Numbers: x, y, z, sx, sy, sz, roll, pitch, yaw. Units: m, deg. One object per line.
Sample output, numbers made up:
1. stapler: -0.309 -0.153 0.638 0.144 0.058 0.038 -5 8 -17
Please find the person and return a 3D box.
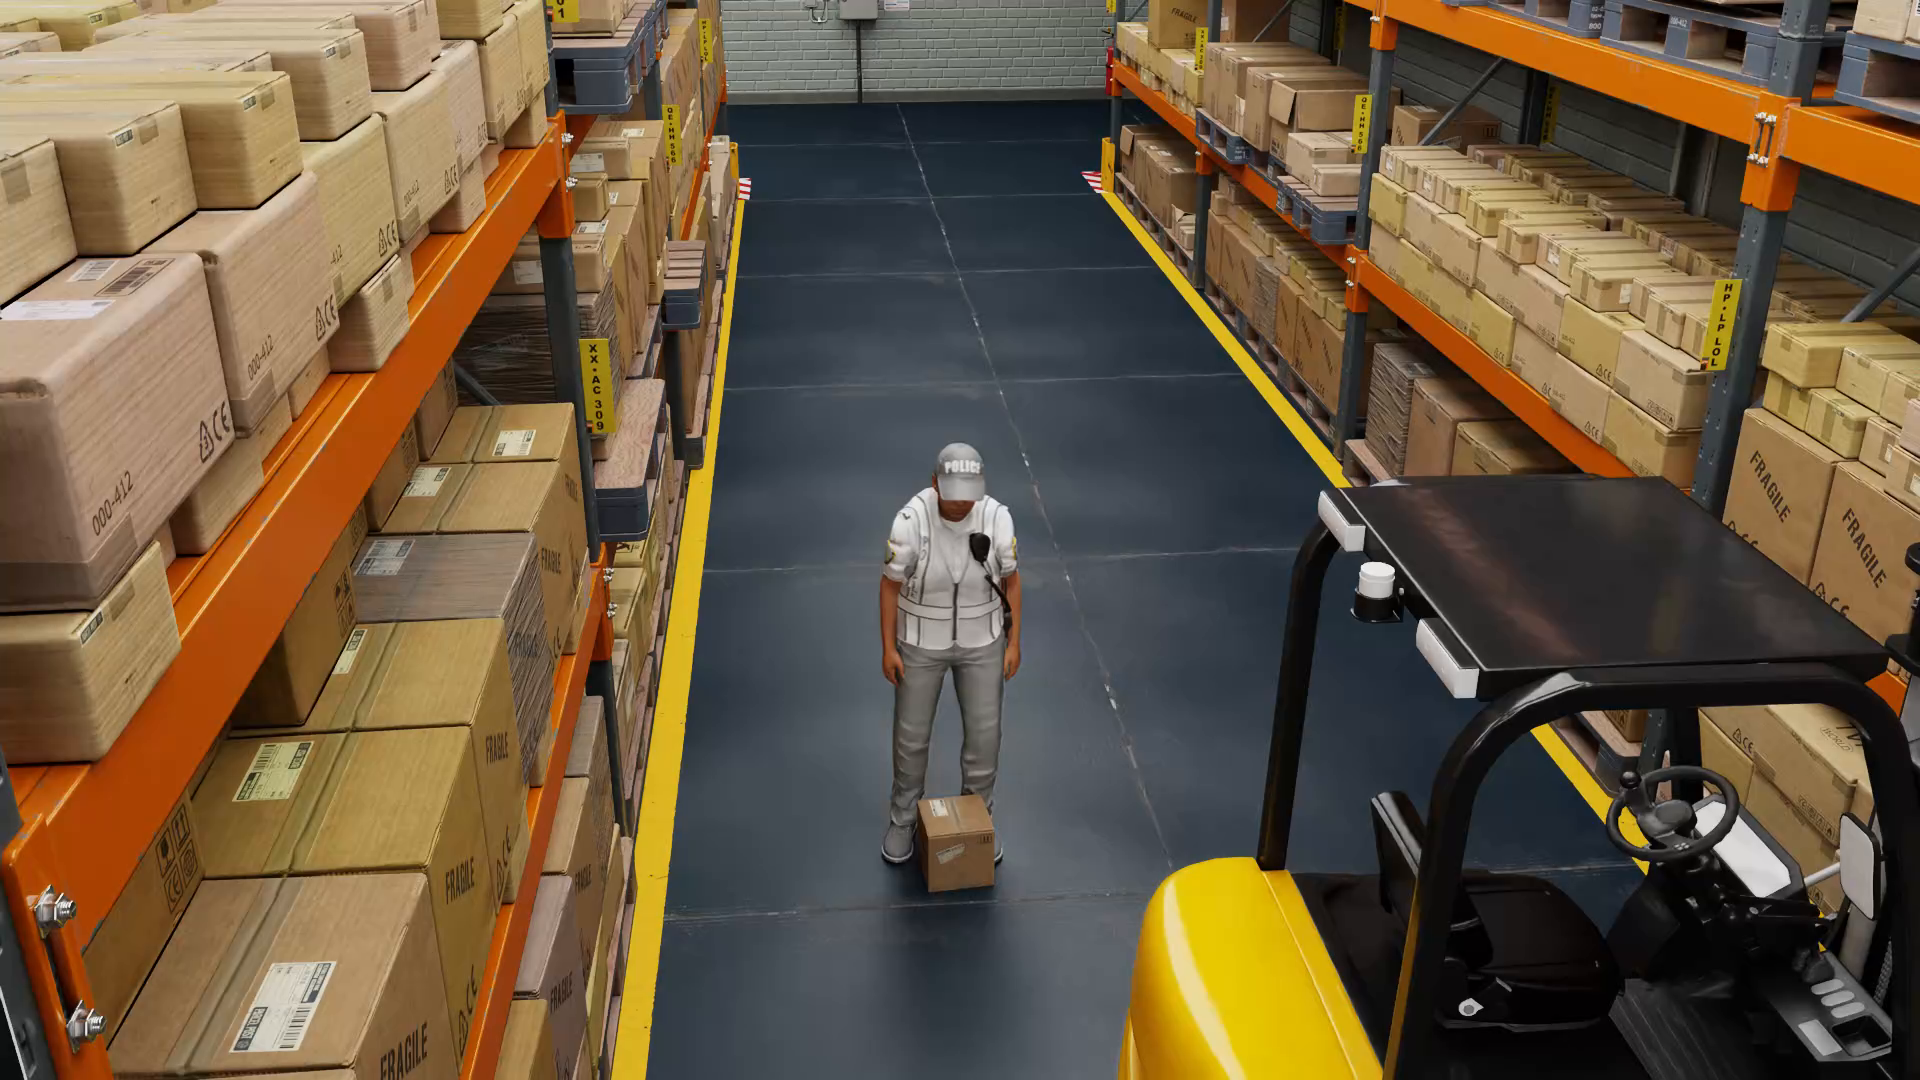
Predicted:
1. person: -0.039 0.407 6.174 0.547 1.666 0.473 -3 24 -6
